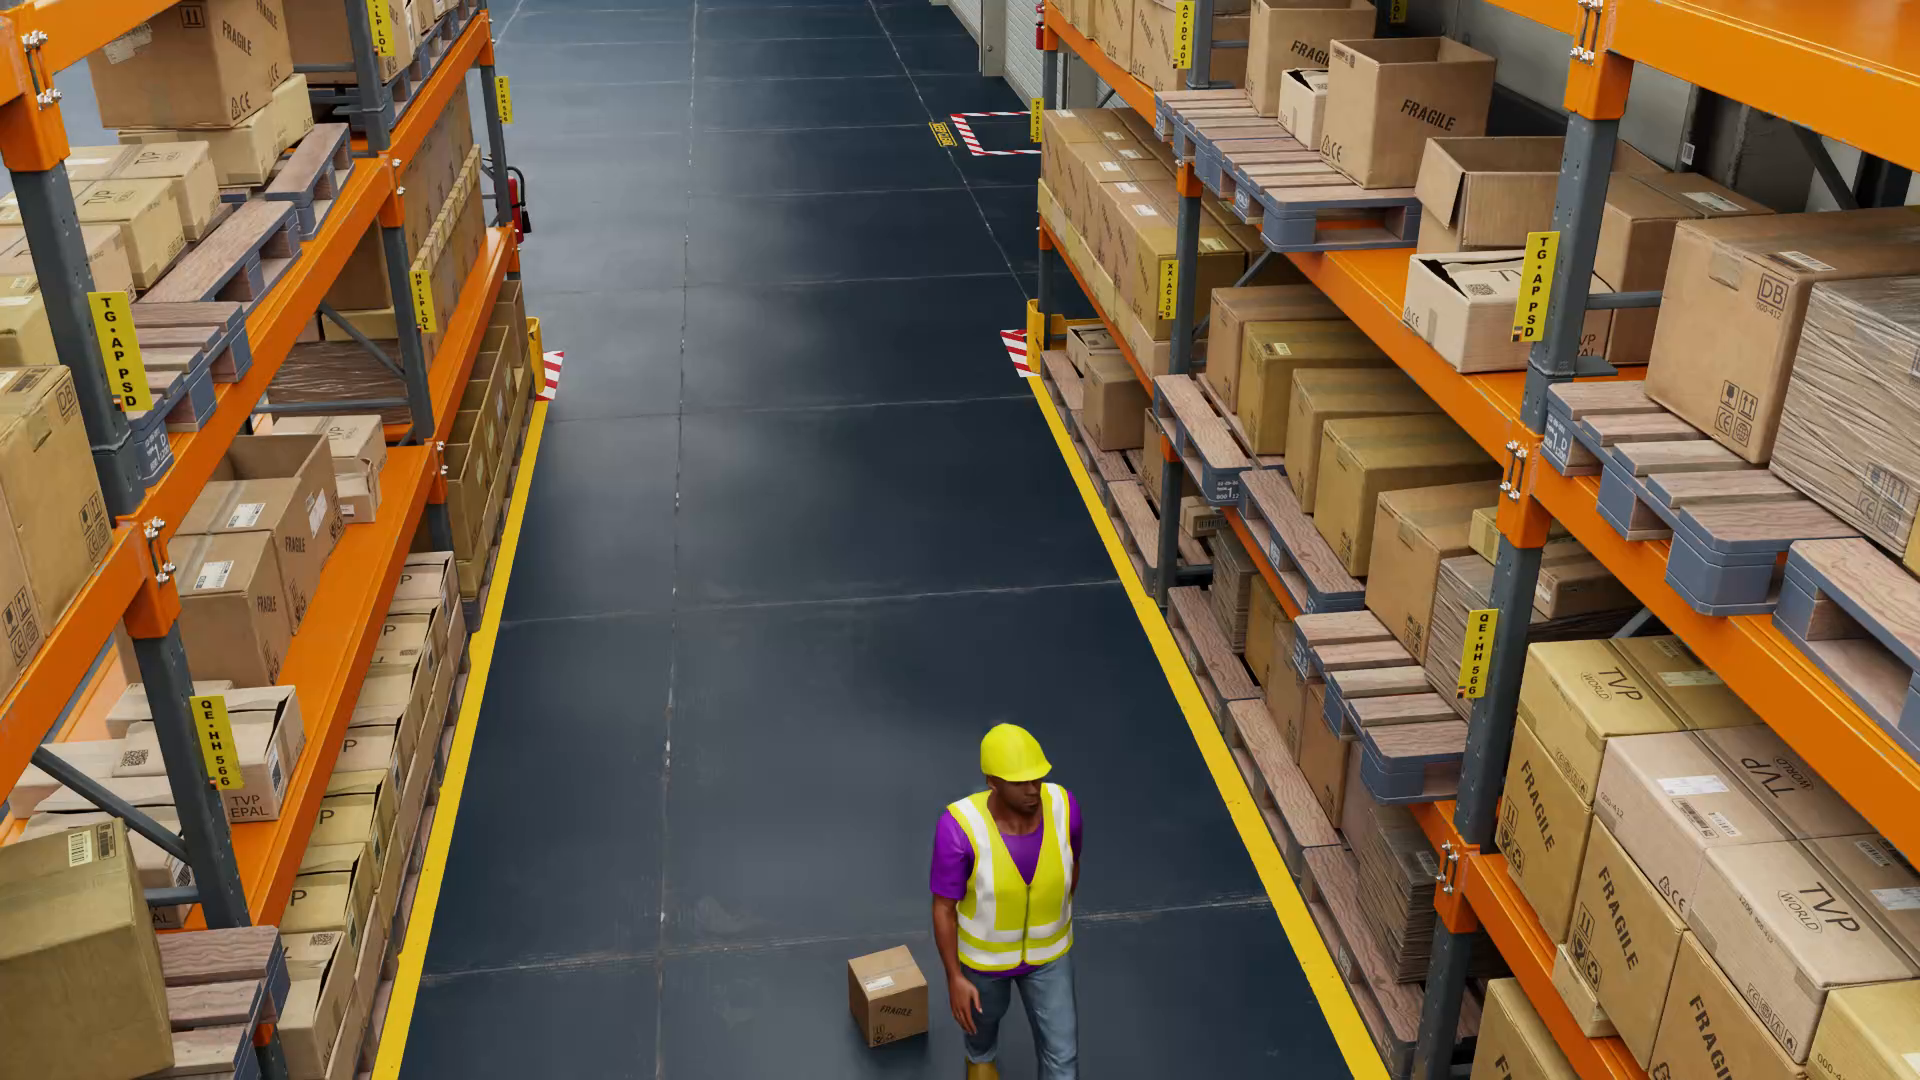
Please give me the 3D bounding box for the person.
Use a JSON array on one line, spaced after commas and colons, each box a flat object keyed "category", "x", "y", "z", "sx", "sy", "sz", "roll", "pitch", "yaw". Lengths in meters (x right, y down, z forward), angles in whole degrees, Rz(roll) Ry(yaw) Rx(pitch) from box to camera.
[{"category": "person", "x": 0.198, "y": 1.445, "z": 5.716, "sx": 0.572, "sy": 1.714, "sz": 0.981, "roll": -6, "pitch": 28, "yaw": -12}]
